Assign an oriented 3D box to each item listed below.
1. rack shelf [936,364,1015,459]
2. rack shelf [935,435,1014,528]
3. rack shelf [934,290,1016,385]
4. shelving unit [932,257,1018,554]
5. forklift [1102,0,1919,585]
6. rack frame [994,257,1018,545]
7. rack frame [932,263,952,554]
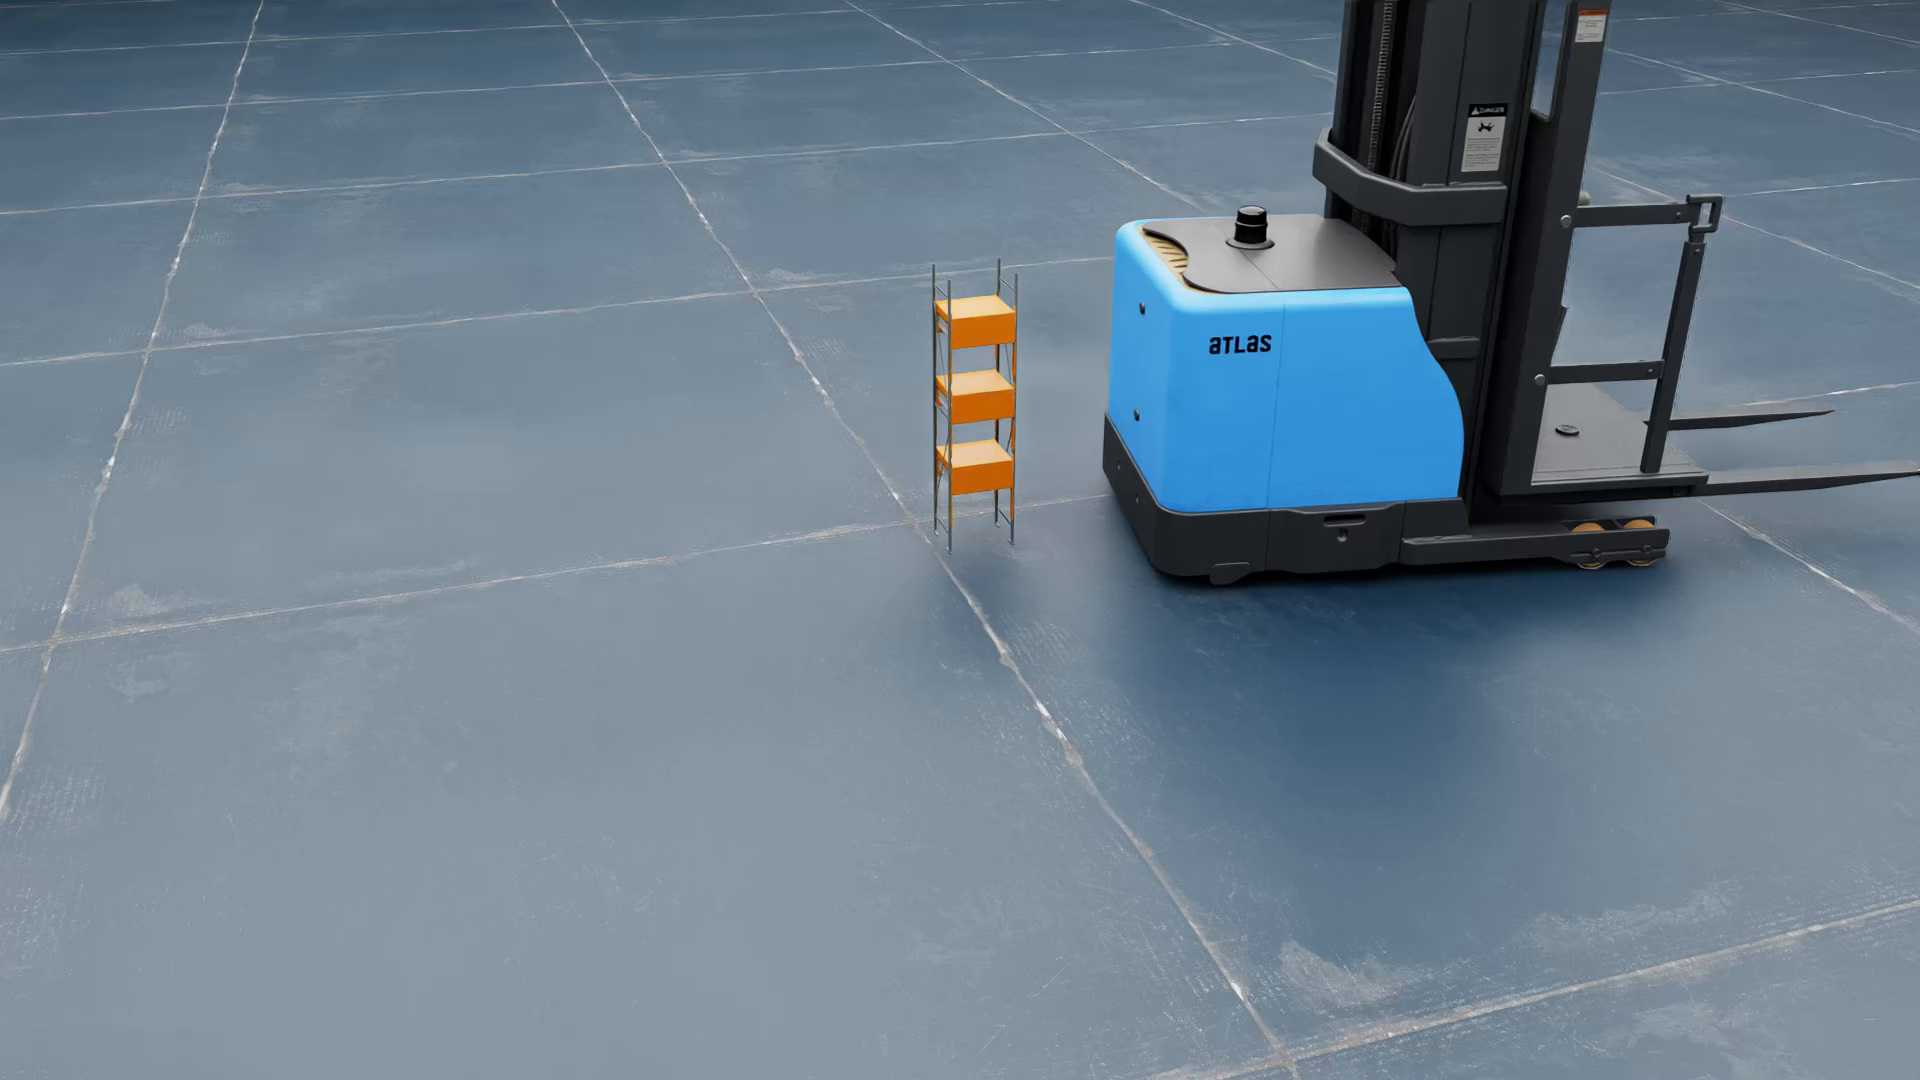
[{"bbox_3d":[0.051,-0.468,6.036,0.240,0.259,0.215,-8,28,-16],"label":"rack shelf"},{"bbox_3d":[0.051,-0.219,6.160,0.240,0.259,0.215,-8,28,-16],"label":"rack shelf"},{"bbox_3d":[0.051,-0.722,5.910,0.240,0.259,0.215,-8,28,-16],"label":"rack shelf"},{"bbox_3d":[0.051,-0.478,6.031,0.252,1.050,0.215,-8,28,-16],"label":"shelving unit"},{"bbox_3d":[2.129,-1.435,5.845,3.031,2.935,1.130,-3,27,-7],"label":"forklift"},{"bbox_3d":[0.167,-0.494,6.065,0.008,1.050,0.200,-8,28,-16],"label":"rack frame"},{"bbox_3d":[-0.065,-0.461,5.998,0.008,1.050,0.200,-8,28,-16],"label":"rack frame"}]
